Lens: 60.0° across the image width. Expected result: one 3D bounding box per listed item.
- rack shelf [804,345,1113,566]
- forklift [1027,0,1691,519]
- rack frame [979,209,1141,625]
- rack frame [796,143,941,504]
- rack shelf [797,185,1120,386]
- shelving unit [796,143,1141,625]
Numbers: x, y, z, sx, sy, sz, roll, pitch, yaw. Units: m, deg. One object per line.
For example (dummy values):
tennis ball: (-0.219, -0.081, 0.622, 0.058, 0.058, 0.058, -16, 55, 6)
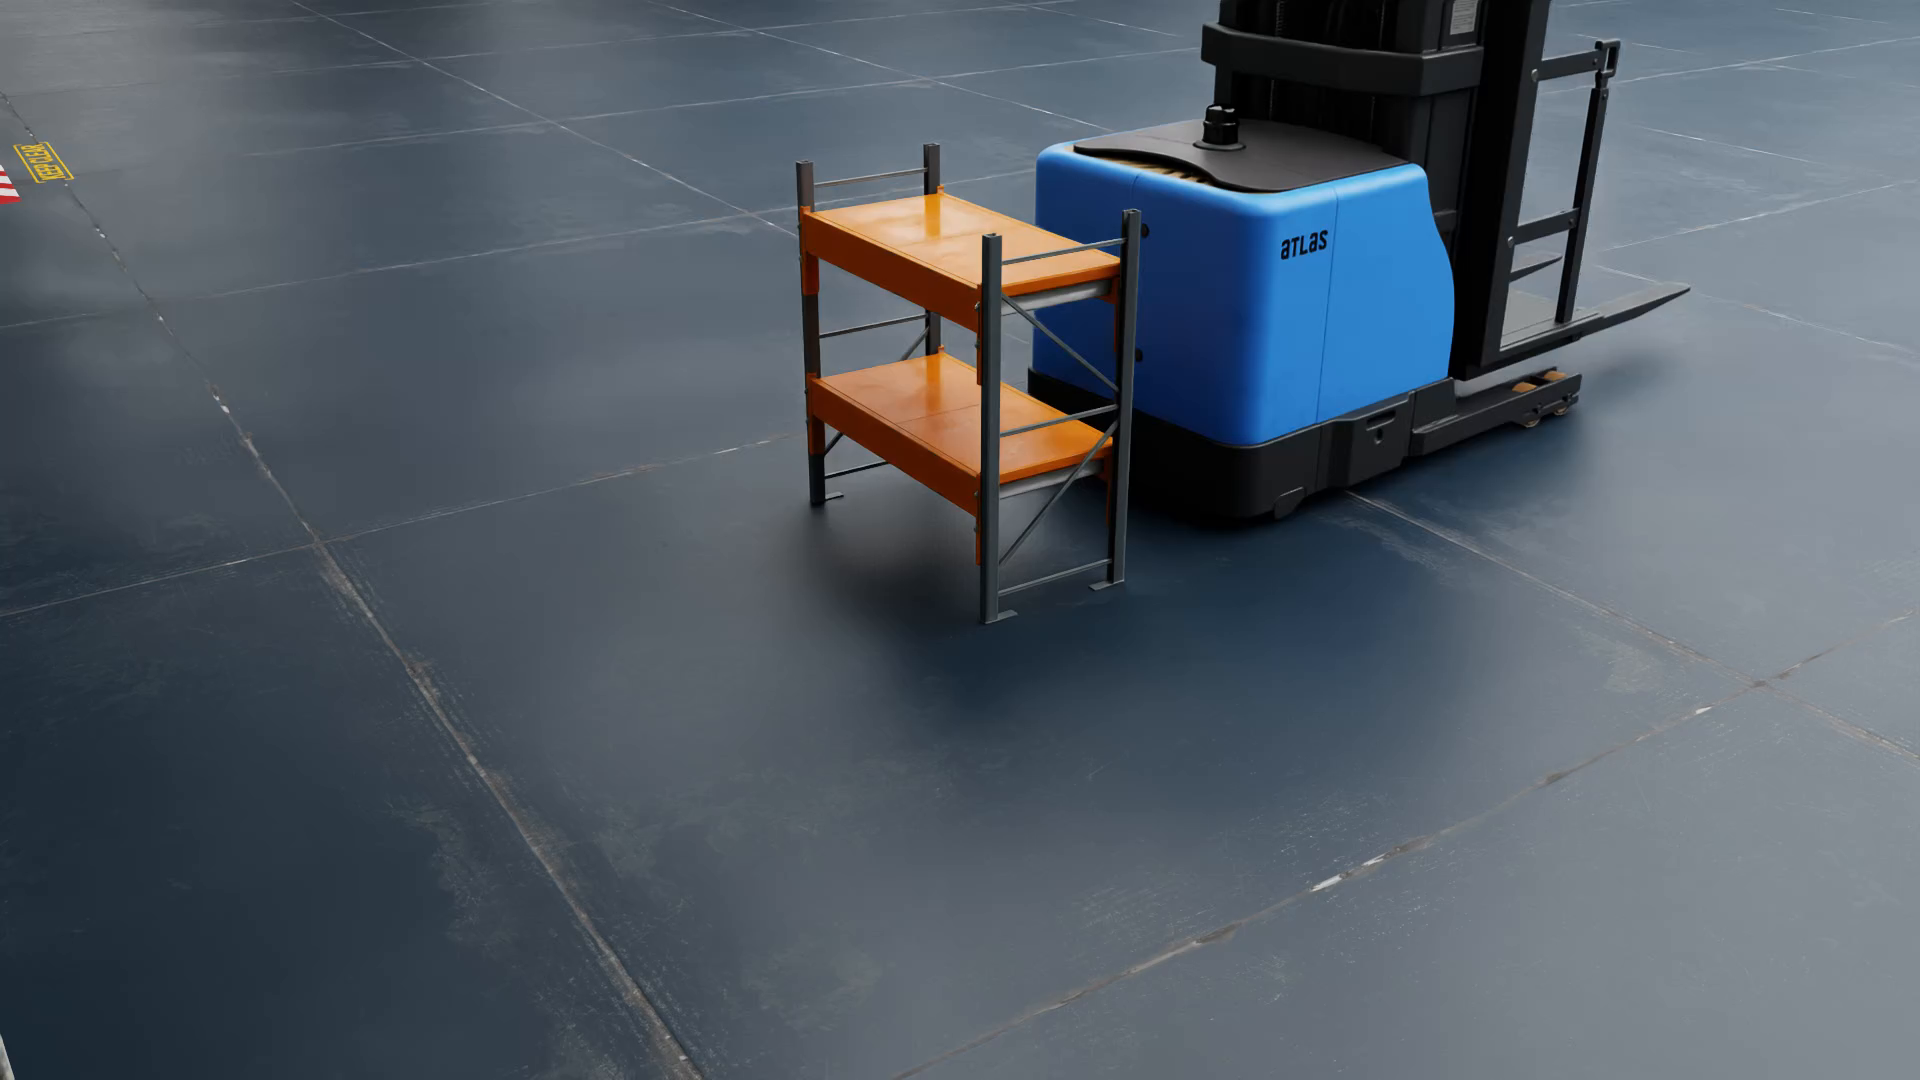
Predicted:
rack shelf: (-0.004, -0.290, 5.119, 0.538, 0.278, 1.000, -16, 29, -30)
forklift: (1.697, -1.893, 5.827, 3.031, 2.935, 1.130, -19, 31, -35)
rack frame: (0.274, -0.329, 4.630, 0.500, 1.125, 0.032, -16, 29, -30)
rack frame: (-0.281, -0.693, 5.400, 0.500, 1.125, 0.032, -16, 29, -30)
rack shelf: (-0.004, -0.776, 4.890, 0.538, 0.278, 1.000, -16, 29, -30)
shelving unit: (-0.004, -0.511, 5.015, 0.538, 1.125, 1.048, -16, 29, -30)
